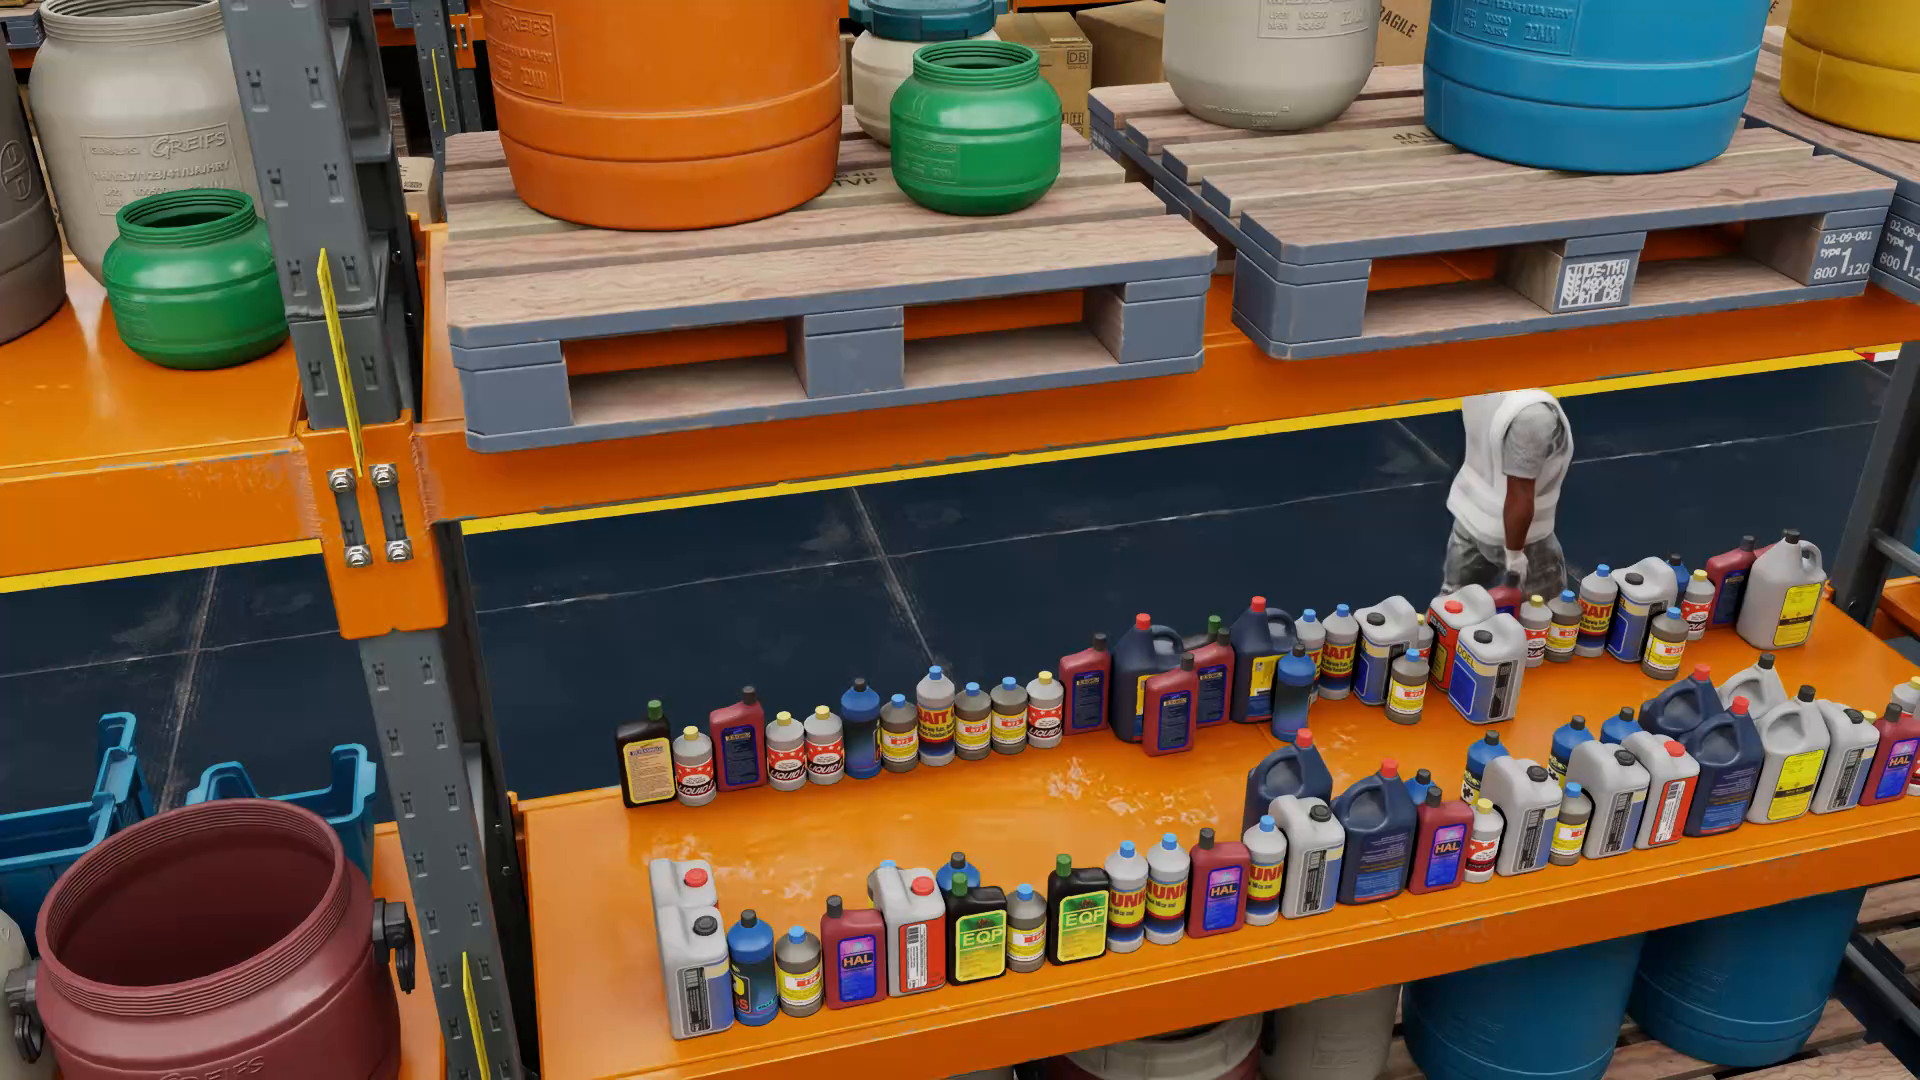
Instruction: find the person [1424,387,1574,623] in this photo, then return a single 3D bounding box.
[{"bbox_3d":[2.078,-0.054,6.224,0.655,1.842,0.603,-6,31,-11],"label":"person"}]
